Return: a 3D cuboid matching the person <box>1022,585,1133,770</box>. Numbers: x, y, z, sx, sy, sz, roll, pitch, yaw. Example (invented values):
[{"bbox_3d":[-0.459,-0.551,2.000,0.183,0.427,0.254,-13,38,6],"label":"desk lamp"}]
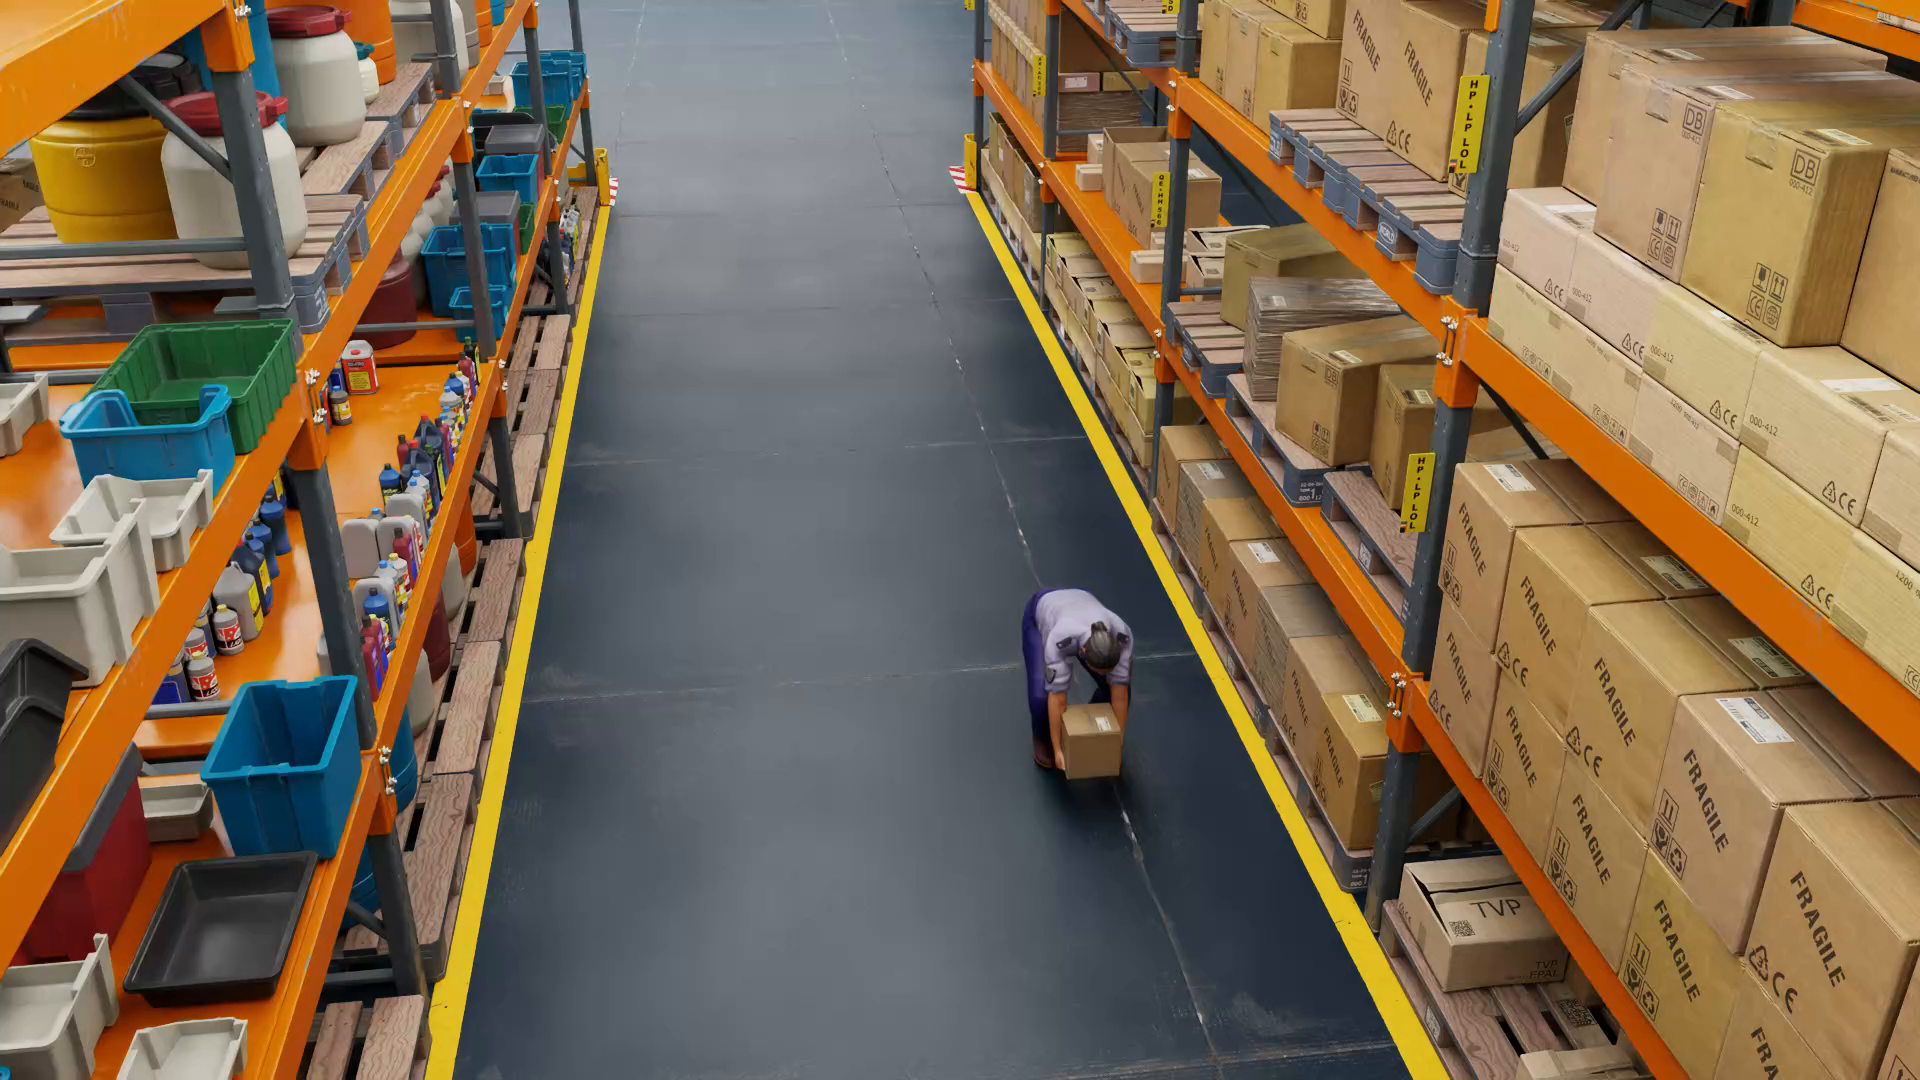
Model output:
[{"bbox_3d":[0.579,0.684,8.060,0.514,0.964,0.889,-5,28,-9],"label":"person"}]
